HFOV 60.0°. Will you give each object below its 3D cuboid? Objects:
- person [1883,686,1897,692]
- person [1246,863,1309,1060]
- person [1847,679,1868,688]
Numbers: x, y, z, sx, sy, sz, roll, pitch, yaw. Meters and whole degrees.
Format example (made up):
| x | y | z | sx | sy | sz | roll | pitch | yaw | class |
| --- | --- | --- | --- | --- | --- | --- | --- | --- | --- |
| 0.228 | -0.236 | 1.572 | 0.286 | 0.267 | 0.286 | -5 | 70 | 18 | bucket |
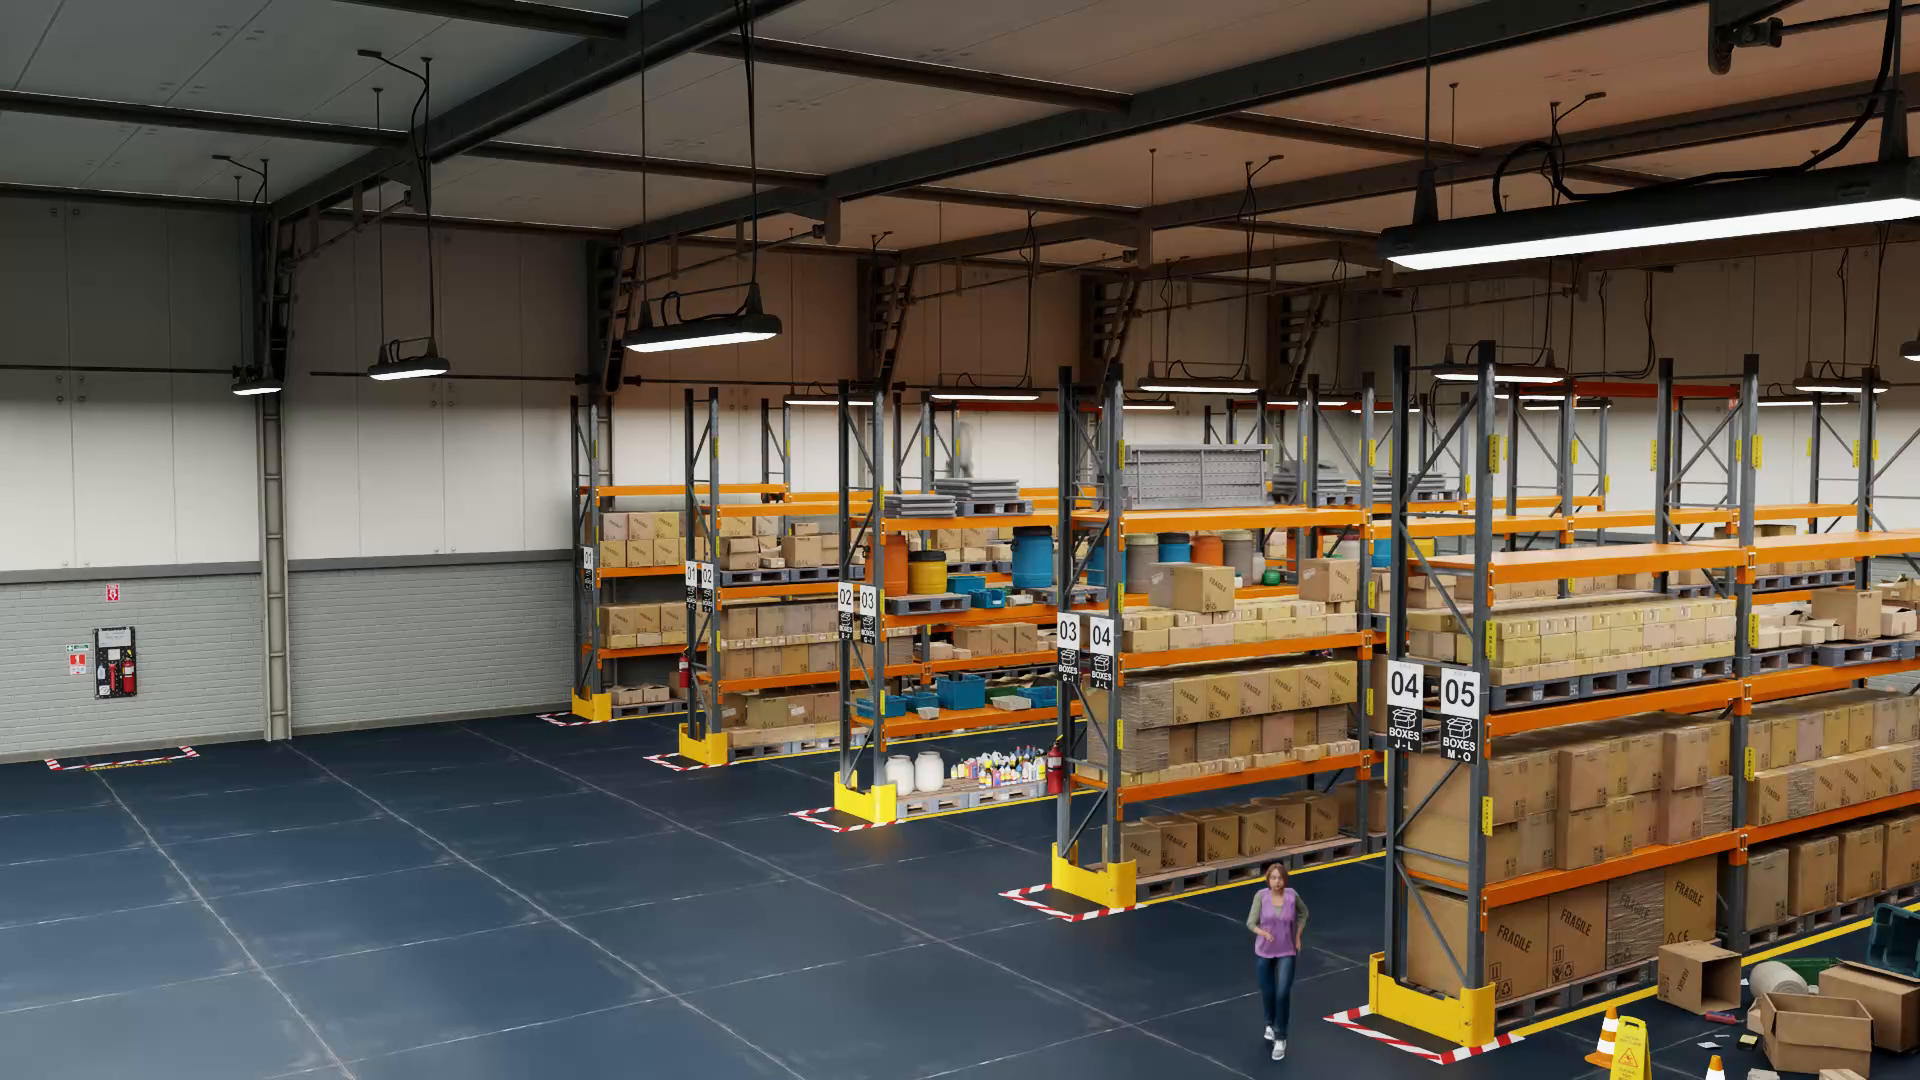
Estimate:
| x | y | z | sx | sy | sz | roll | pitch | yaw | class |
| --- | --- | --- | --- | --- | --- | --- | --- | --- | --- |
| 13.577 | 2.917 | 24.004 | 0.905 | 1.675 | 0.664 | -3 | 4 | -36 | person |
| 2.673 | 3.513 | 14.027 | 0.512 | 1.601 | 0.665 | 1 | 4 | 12 | person |
| 15.363 | 2.678 | 28.625 | 0.466 | 1.522 | 0.986 | -2 | 4 | -26 | person |
